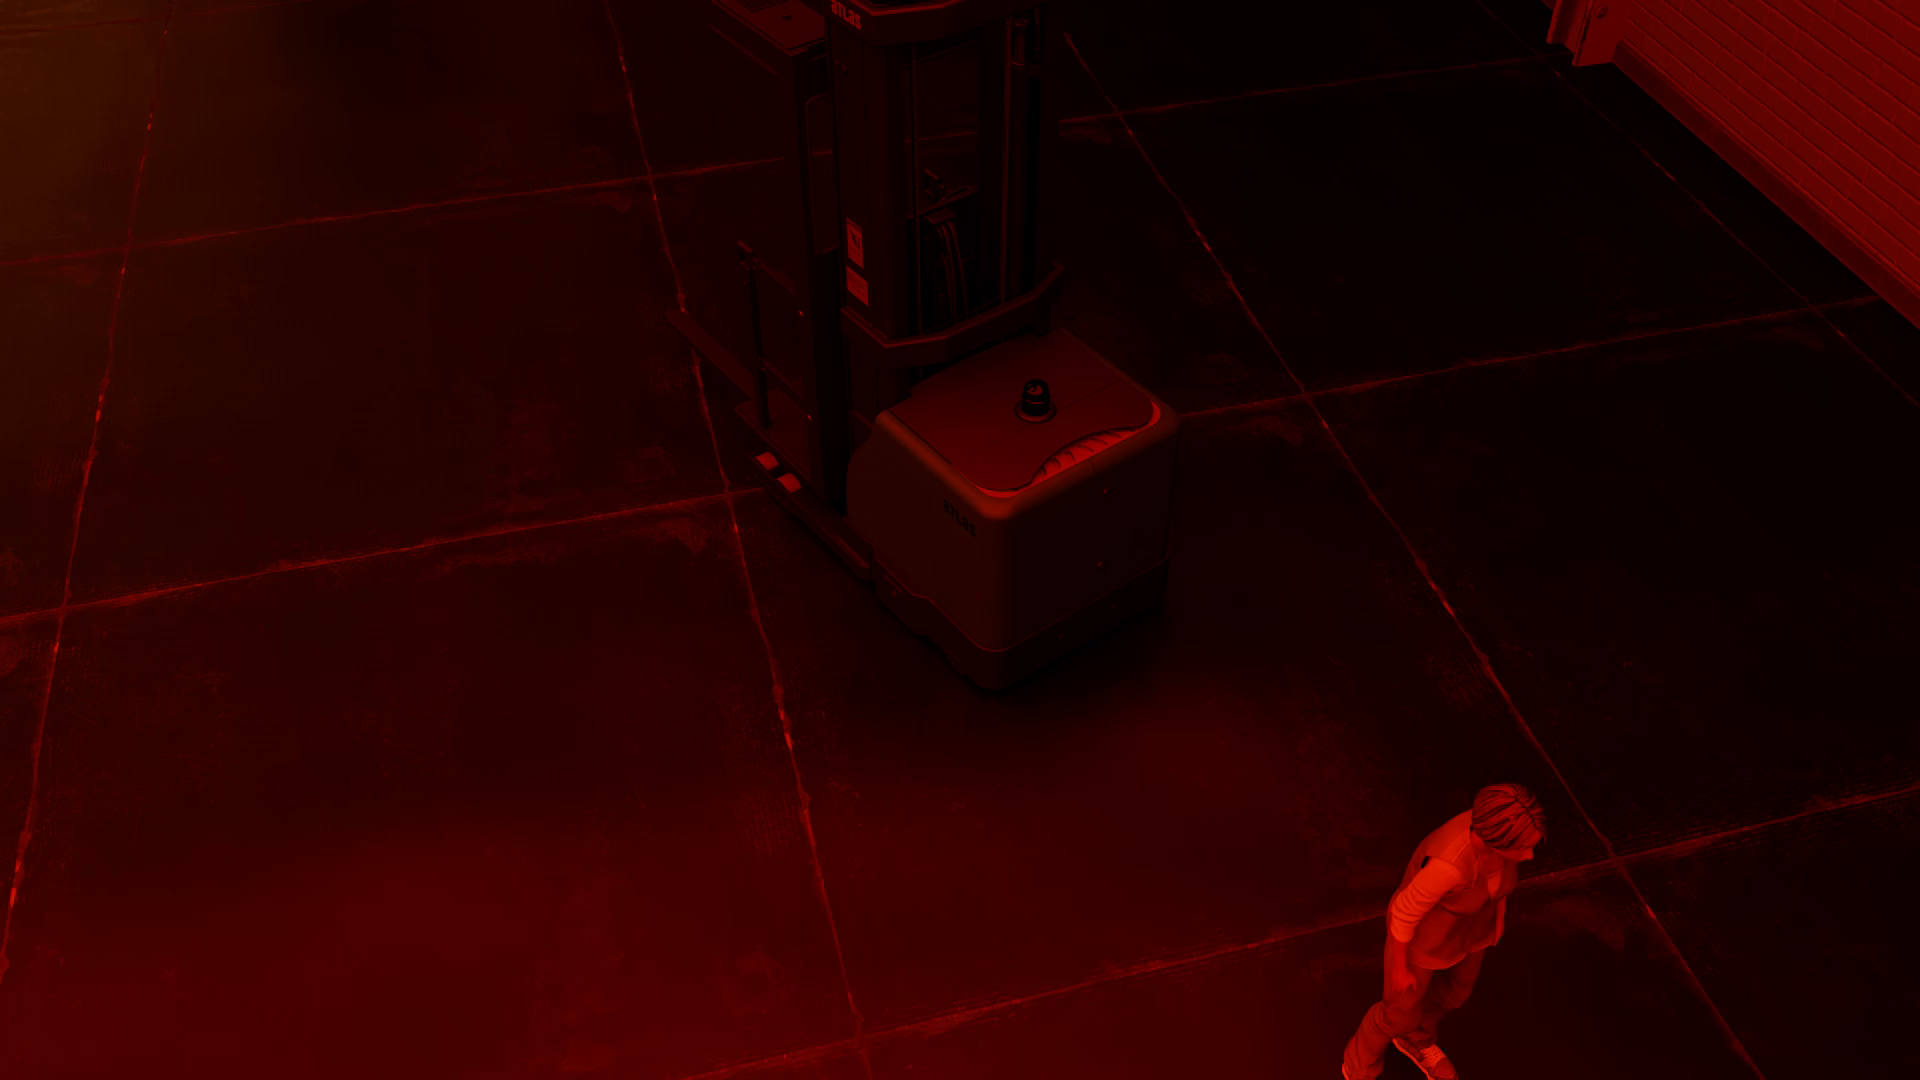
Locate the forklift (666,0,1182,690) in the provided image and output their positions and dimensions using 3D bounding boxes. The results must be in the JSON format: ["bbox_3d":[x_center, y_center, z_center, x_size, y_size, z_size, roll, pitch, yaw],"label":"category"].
[{"bbox_3d":[-0.366,-1.399,7.126,1.130,2.935,3.031,-27,50,-26],"label":"forklift"}]

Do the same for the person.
[{"bbox_3d":[1.533,1.270,5.277,0.475,1.592,0.348,-21,47,-21],"label":"person"}]
